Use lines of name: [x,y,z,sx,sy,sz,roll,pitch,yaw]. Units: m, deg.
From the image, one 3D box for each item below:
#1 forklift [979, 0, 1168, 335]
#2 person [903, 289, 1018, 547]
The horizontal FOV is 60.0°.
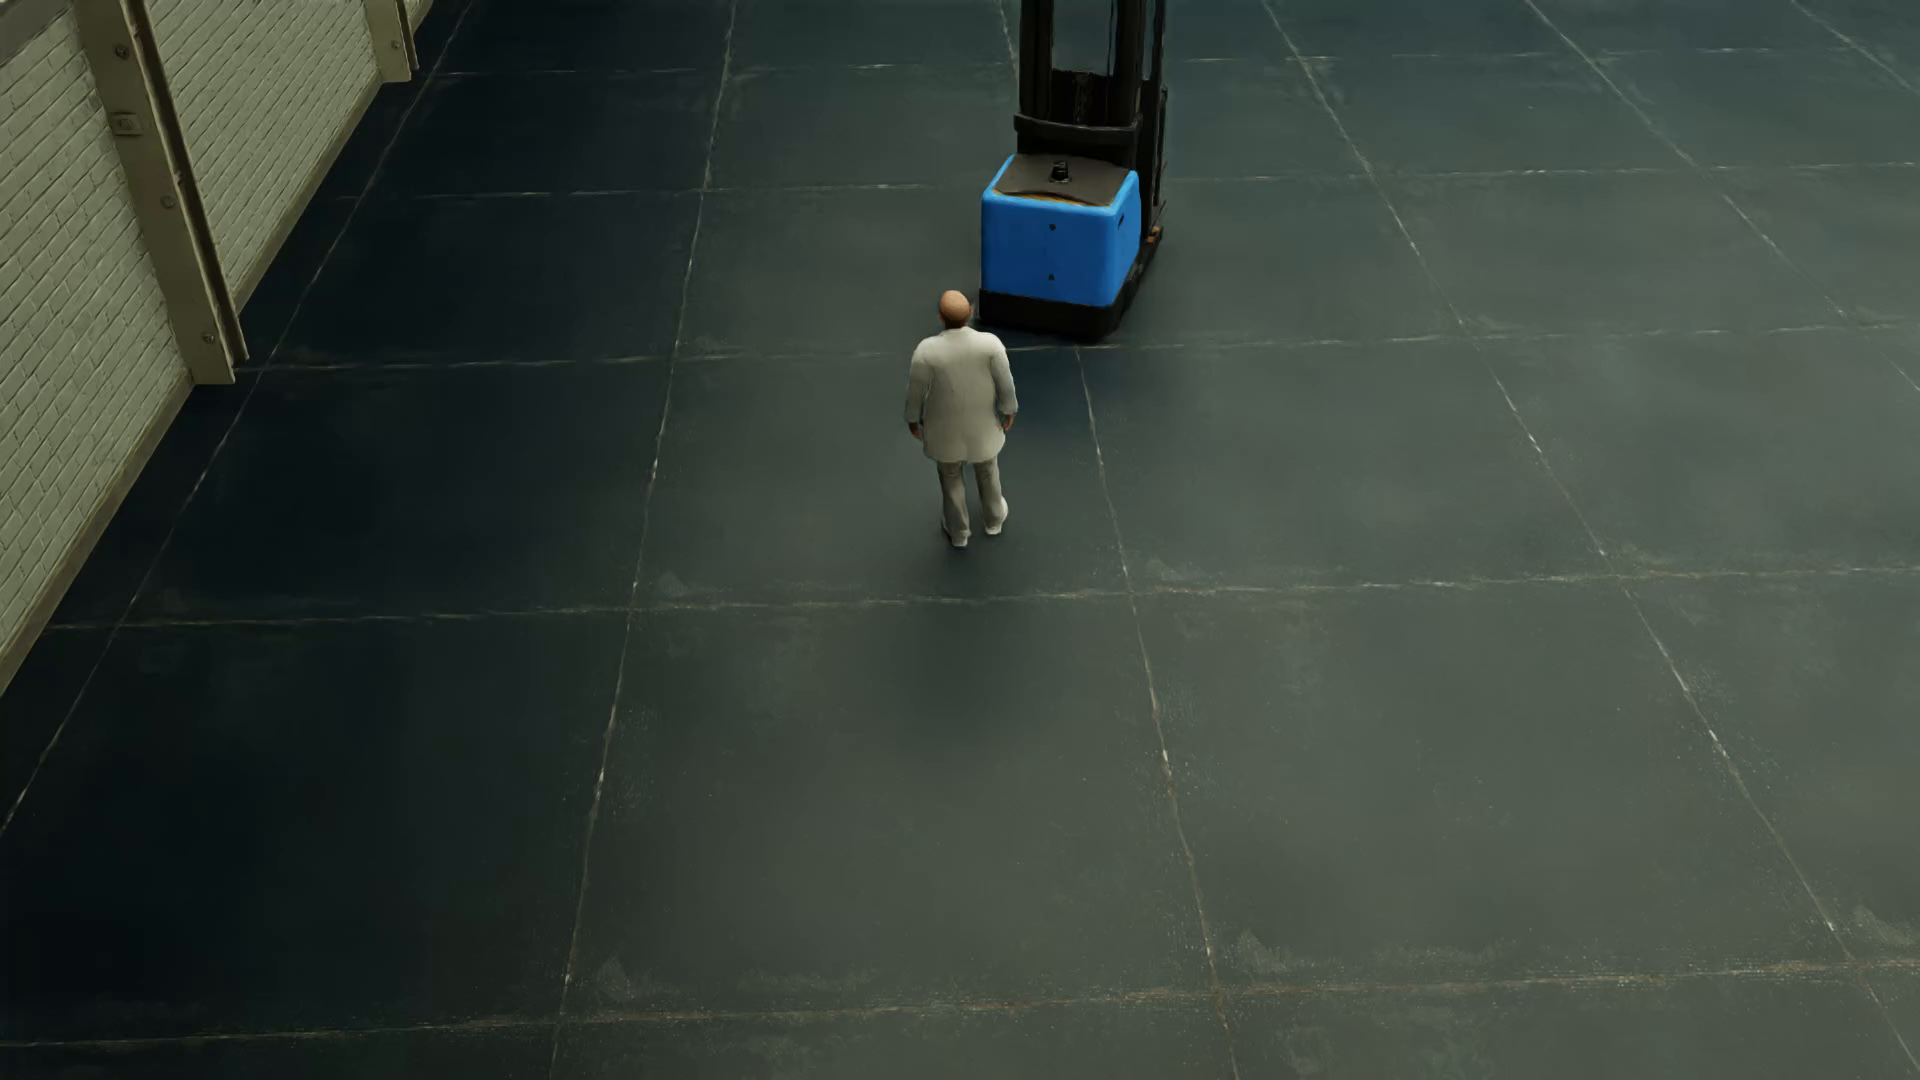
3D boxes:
forklift: [1.062,-3.589,12.937,1.130,2.935,3.031,10,37,14]
person: [0.000,-0.778,10.046,0.694,1.776,0.579,-2,36,-2]
